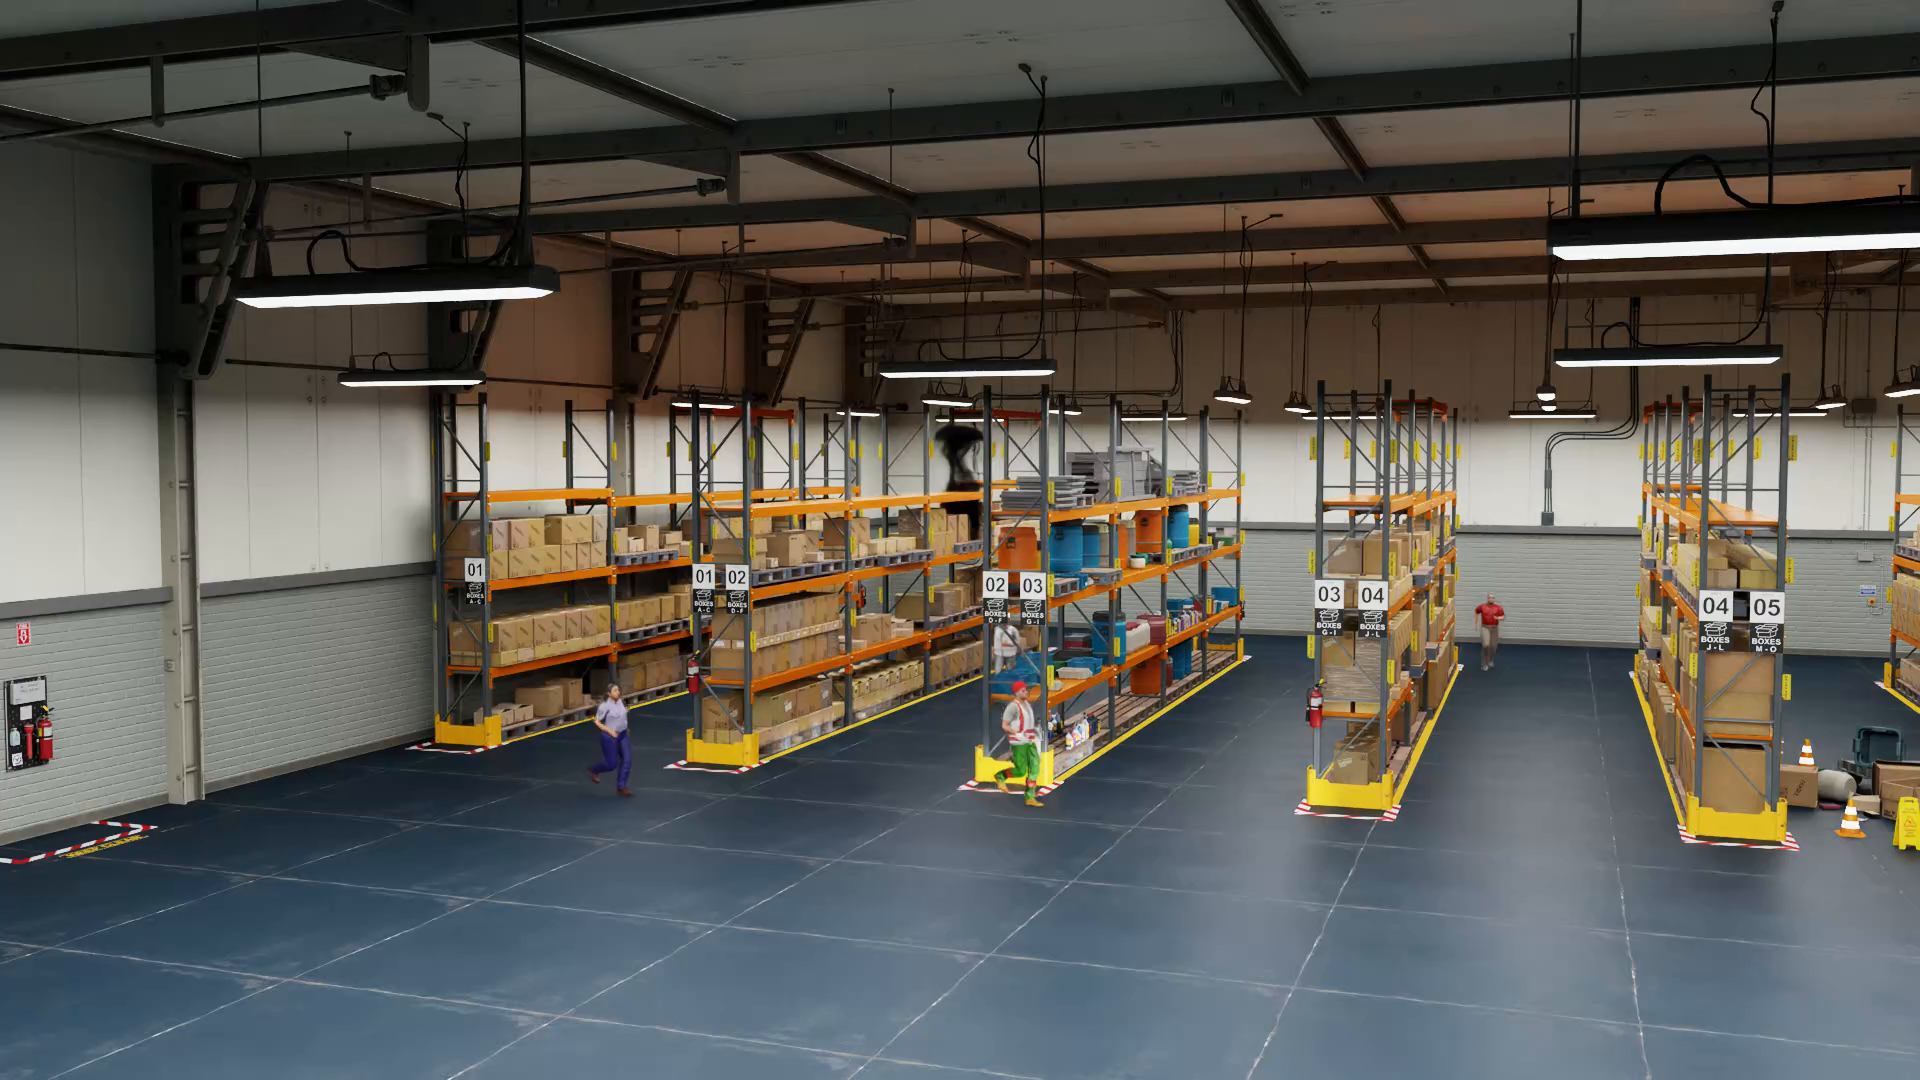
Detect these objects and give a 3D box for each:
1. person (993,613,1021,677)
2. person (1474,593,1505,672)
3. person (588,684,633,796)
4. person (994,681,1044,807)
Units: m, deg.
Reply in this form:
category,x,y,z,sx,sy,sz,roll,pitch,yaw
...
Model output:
category,x,y,z,sx,sy,sz,roll,pitch,yaw
person,0.931,2.342,33.446,0.637,1.834,0.756,1,3,18
person,12.153,2.120,38.136,0.634,1.800,0.791,0,3,6
person,-5.091,2.910,24.338,0.754,1.628,0.611,2,4,34
person,0.845,2.875,23.586,0.809,1.763,0.669,3,4,40
